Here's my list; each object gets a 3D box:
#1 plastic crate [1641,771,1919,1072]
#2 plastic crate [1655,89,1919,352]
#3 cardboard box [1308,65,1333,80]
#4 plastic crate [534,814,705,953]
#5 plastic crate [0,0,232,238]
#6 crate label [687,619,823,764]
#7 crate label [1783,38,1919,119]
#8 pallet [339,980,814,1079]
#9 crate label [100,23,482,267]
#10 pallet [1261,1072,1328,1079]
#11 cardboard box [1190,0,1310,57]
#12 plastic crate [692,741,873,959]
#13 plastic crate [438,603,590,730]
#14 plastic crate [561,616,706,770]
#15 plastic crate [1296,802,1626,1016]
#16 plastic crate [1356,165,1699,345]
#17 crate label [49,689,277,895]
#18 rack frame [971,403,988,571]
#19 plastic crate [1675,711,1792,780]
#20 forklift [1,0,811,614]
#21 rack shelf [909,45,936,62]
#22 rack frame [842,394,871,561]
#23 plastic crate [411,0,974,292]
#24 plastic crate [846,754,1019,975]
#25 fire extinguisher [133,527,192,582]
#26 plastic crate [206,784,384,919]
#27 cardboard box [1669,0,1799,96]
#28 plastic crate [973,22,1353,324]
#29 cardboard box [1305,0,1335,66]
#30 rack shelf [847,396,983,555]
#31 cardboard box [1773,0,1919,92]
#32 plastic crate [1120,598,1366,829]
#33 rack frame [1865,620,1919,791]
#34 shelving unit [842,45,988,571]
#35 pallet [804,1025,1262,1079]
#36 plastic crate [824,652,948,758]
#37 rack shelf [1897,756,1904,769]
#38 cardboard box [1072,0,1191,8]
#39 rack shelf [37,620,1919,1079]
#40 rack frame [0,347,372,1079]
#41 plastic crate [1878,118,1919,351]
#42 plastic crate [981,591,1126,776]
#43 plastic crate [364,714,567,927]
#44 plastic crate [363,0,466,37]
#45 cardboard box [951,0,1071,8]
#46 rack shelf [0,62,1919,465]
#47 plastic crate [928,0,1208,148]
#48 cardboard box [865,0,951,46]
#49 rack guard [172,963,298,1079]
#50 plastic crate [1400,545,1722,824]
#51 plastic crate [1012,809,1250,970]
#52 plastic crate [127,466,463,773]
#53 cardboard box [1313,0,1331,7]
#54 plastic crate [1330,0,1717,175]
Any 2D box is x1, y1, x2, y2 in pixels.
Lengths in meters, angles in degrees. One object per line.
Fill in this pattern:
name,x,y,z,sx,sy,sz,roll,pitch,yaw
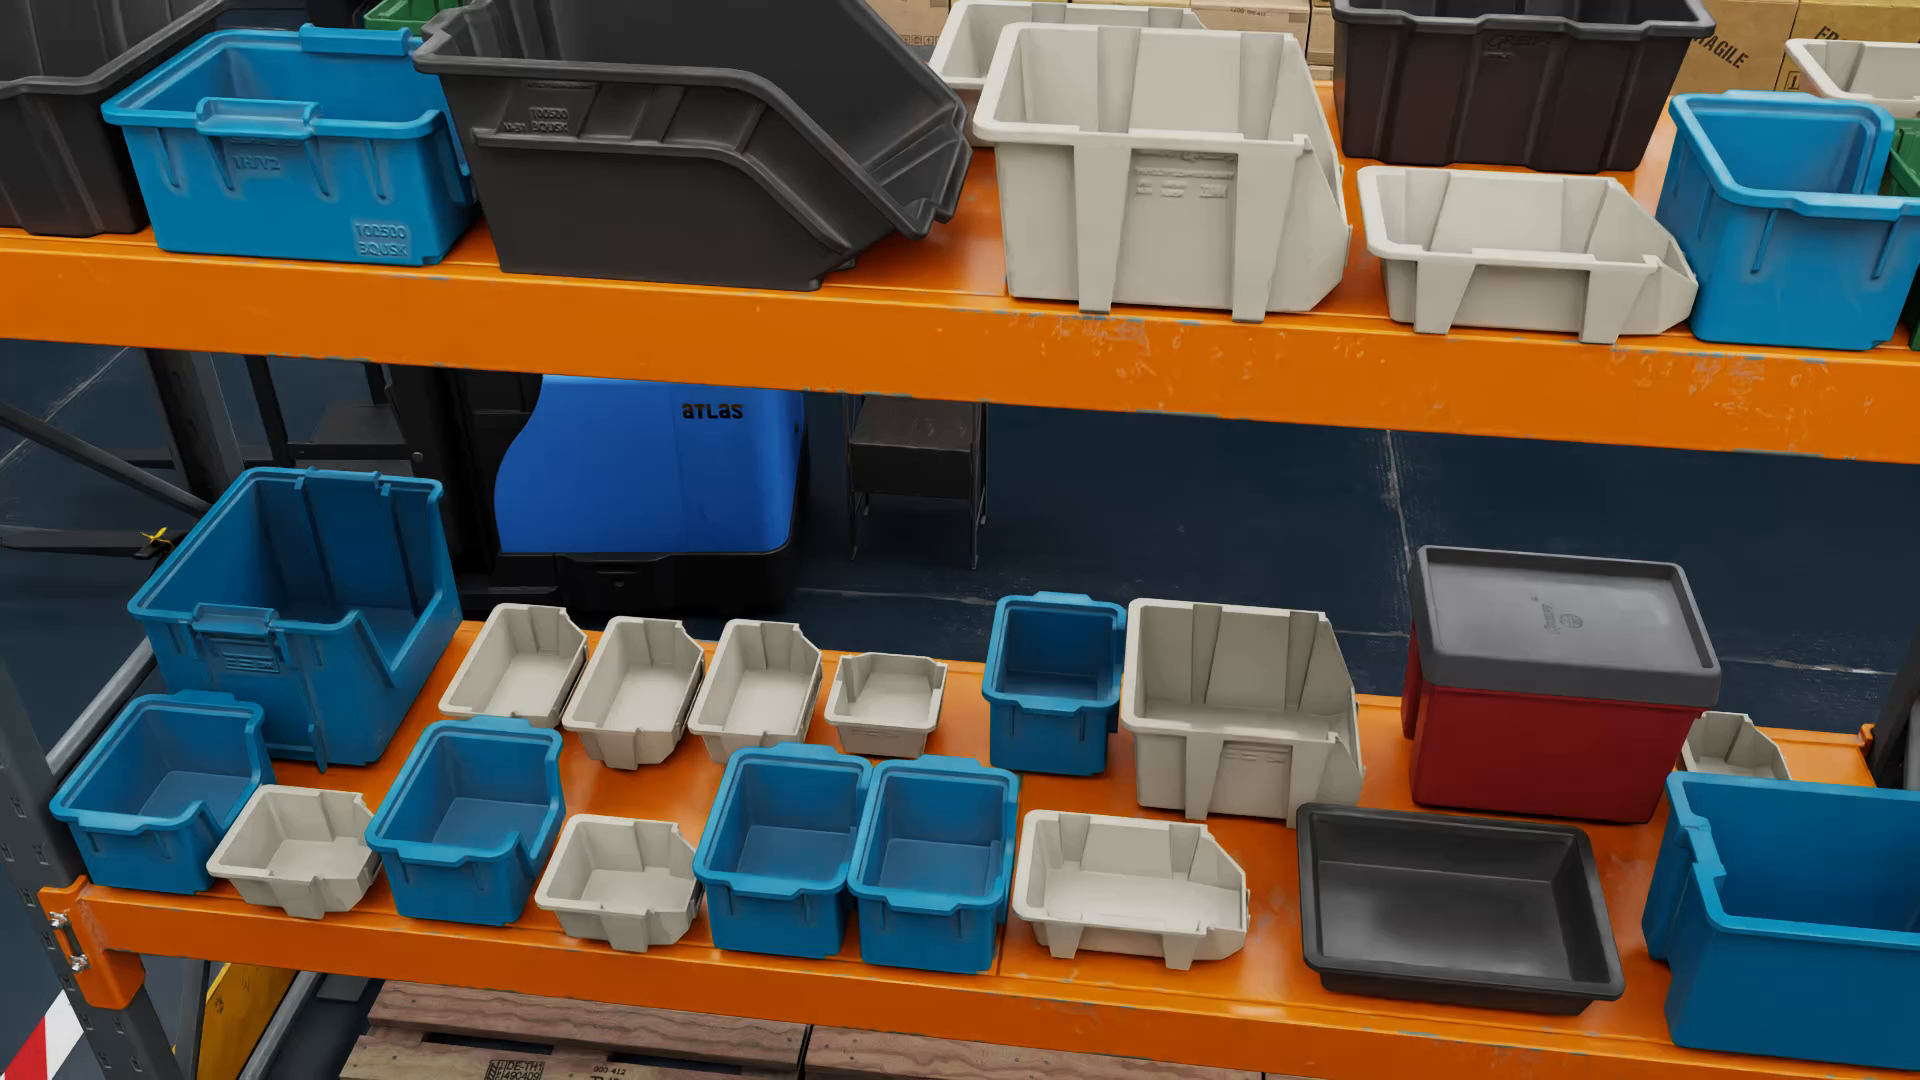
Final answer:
plastic crate,1.606,0.730,3.108,0.575,0.384,0.392,4,36,6
plastic crate,1.169,-0.451,2.361,0.300,0.233,0.416,4,36,6
cardboard box,1.635,-2.057,7.266,0.250,0.149,0.380,5,36,7
plastic crate,-0.671,0.702,3.360,0.298,0.136,0.250,4,36,6
plastic crate,-1.508,-0.689,2.664,0.590,0.269,0.497,4,36,6
crate label,-0.458,0.365,3.832,0.243,0.136,0.396,4,36,6
crate label,1.664,-0.731,2.837,0.466,0.136,0.293,4,36,6
pallet,-1.041,1.508,4.455,1.213,0.211,1.003,4,36,6
crate label,-0.980,-0.616,2.577,0.502,0.251,0.408,4,36,6
pallet,1.379,1.688,4.202,1.213,0.211,1.003,4,36,6
cardboard box,1.253,-2.284,7.242,0.500,0.250,0.500,5,36,7
plastic crate,-0.346,0.639,3.365,0.300,0.233,0.416,4,36,6
plastic crate,-1.023,0.328,3.883,0.243,0.136,0.396,4,36,6
plastic crate,-0.737,0.358,3.841,0.243,0.136,0.396,4,36,6
plastic crate,0.969,0.745,3.309,0.590,0.125,0.437,4,36,6
plastic crate,0.803,-0.403,2.377,0.466,0.136,0.293,4,36,6
crate label,-1.651,0.541,3.502,0.303,0.233,0.416,4,36,6
rack frame,0.078,-0.849,6.132,0.015,2.100,0.400,4,36,6
plastic crate,1.670,0.552,3.570,0.243,0.136,0.396,4,36,6
forklift,-2.147,-1.189,5.892,3.031,2.935,1.130,0,36,0
rack shelf,-0.164,-1.426,5.758,0.480,0.518,0.431,4,36,6
rack frame,-0.406,-0.885,6.183,0.015,2.100,0.400,4,36,6
plastic crate,-0.374,-0.635,2.529,0.767,0.338,0.504,4,36,6
plastic crate,-0.048,0.661,3.334,0.300,0.233,0.416,4,36,6
fire extinguisher,-1.946,0.200,4.276,0.183,0.674,0.296,4,36,6
plastic crate,-1.344,0.652,3.430,0.298,0.136,0.250,4,36,6
cardboard box,3.168,-2.131,7.068,0.500,0.500,0.500,4,36,6
plastic crate,0.305,-0.541,2.446,0.530,0.282,0.437,4,36,6
cardboard box,1.759,-2.247,7.189,0.500,0.250,0.500,5,36,7
rack shelf,-0.164,-0.286,6.572,0.480,0.518,0.431,4,36,6
cardboard box,3.667,-2.094,7.016,0.500,0.500,0.500,4,36,6
plastic crate,0.622,0.390,3.672,0.530,0.282,0.437,4,36,6
rack frame,2.113,0.584,3.350,0.053,2.616,0.949,4,36,6
shelving unit,-0.164,-0.867,6.157,0.503,2.100,0.431,4,36,6
pallet,0.165,1.600,4.327,1.213,0.211,1.003,4,36,6
plastic crate,-0.162,0.376,3.816,0.250,0.136,0.298,4,36,6
rack shelf,4.097,1.026,3.349,4.000,0.370,1.077,4,36,6
cardboard box,0.751,-2.324,7.297,0.500,0.250,0.500,4,36,5
rack shelf,0.129,0.730,3.764,4.000,0.370,1.077,4,36,6
rack frame,-1.854,0.290,3.762,0.127,3.000,1.000,4,36,6
plastic crate,1.654,-0.406,2.338,0.662,0.188,0.450,4,36,6
plastic crate,0.215,0.337,3.787,0.300,0.233,0.416,4,36,6
plastic crate,-0.999,0.590,3.434,0.300,0.233,0.416,4,36,6
plastic crate,-0.840,-0.937,3.081,0.336,0.188,0.450,4,36,6
cardboard box,0.232,-2.359,7.347,0.500,0.250,0.500,3,36,4
rack shelf,0.129,-0.491,2.892,4.000,0.370,1.077,4,36,6
plastic crate,0.227,-0.814,2.954,0.530,0.136,0.437,4,36,6
cardboard box,-0.265,-2.399,7.402,0.500,0.250,0.500,4,36,5
rack guard,-1.880,1.313,4.480,0.348,0.500,1.175,4,36,6
plastic crate,1.259,0.324,3.607,0.583,0.464,0.402,4,36,6
plastic crate,0.348,0.713,3.345,0.466,0.136,0.293,4,36,6
plastic crate,-1.499,0.168,3.851,0.499,0.435,0.616,4,36,6
cardboard box,1.757,-2.553,6.973,0.500,0.500,0.500,5,36,6
plastic crate,0.916,-0.832,2.864,0.590,0.269,0.497,4,36,6
